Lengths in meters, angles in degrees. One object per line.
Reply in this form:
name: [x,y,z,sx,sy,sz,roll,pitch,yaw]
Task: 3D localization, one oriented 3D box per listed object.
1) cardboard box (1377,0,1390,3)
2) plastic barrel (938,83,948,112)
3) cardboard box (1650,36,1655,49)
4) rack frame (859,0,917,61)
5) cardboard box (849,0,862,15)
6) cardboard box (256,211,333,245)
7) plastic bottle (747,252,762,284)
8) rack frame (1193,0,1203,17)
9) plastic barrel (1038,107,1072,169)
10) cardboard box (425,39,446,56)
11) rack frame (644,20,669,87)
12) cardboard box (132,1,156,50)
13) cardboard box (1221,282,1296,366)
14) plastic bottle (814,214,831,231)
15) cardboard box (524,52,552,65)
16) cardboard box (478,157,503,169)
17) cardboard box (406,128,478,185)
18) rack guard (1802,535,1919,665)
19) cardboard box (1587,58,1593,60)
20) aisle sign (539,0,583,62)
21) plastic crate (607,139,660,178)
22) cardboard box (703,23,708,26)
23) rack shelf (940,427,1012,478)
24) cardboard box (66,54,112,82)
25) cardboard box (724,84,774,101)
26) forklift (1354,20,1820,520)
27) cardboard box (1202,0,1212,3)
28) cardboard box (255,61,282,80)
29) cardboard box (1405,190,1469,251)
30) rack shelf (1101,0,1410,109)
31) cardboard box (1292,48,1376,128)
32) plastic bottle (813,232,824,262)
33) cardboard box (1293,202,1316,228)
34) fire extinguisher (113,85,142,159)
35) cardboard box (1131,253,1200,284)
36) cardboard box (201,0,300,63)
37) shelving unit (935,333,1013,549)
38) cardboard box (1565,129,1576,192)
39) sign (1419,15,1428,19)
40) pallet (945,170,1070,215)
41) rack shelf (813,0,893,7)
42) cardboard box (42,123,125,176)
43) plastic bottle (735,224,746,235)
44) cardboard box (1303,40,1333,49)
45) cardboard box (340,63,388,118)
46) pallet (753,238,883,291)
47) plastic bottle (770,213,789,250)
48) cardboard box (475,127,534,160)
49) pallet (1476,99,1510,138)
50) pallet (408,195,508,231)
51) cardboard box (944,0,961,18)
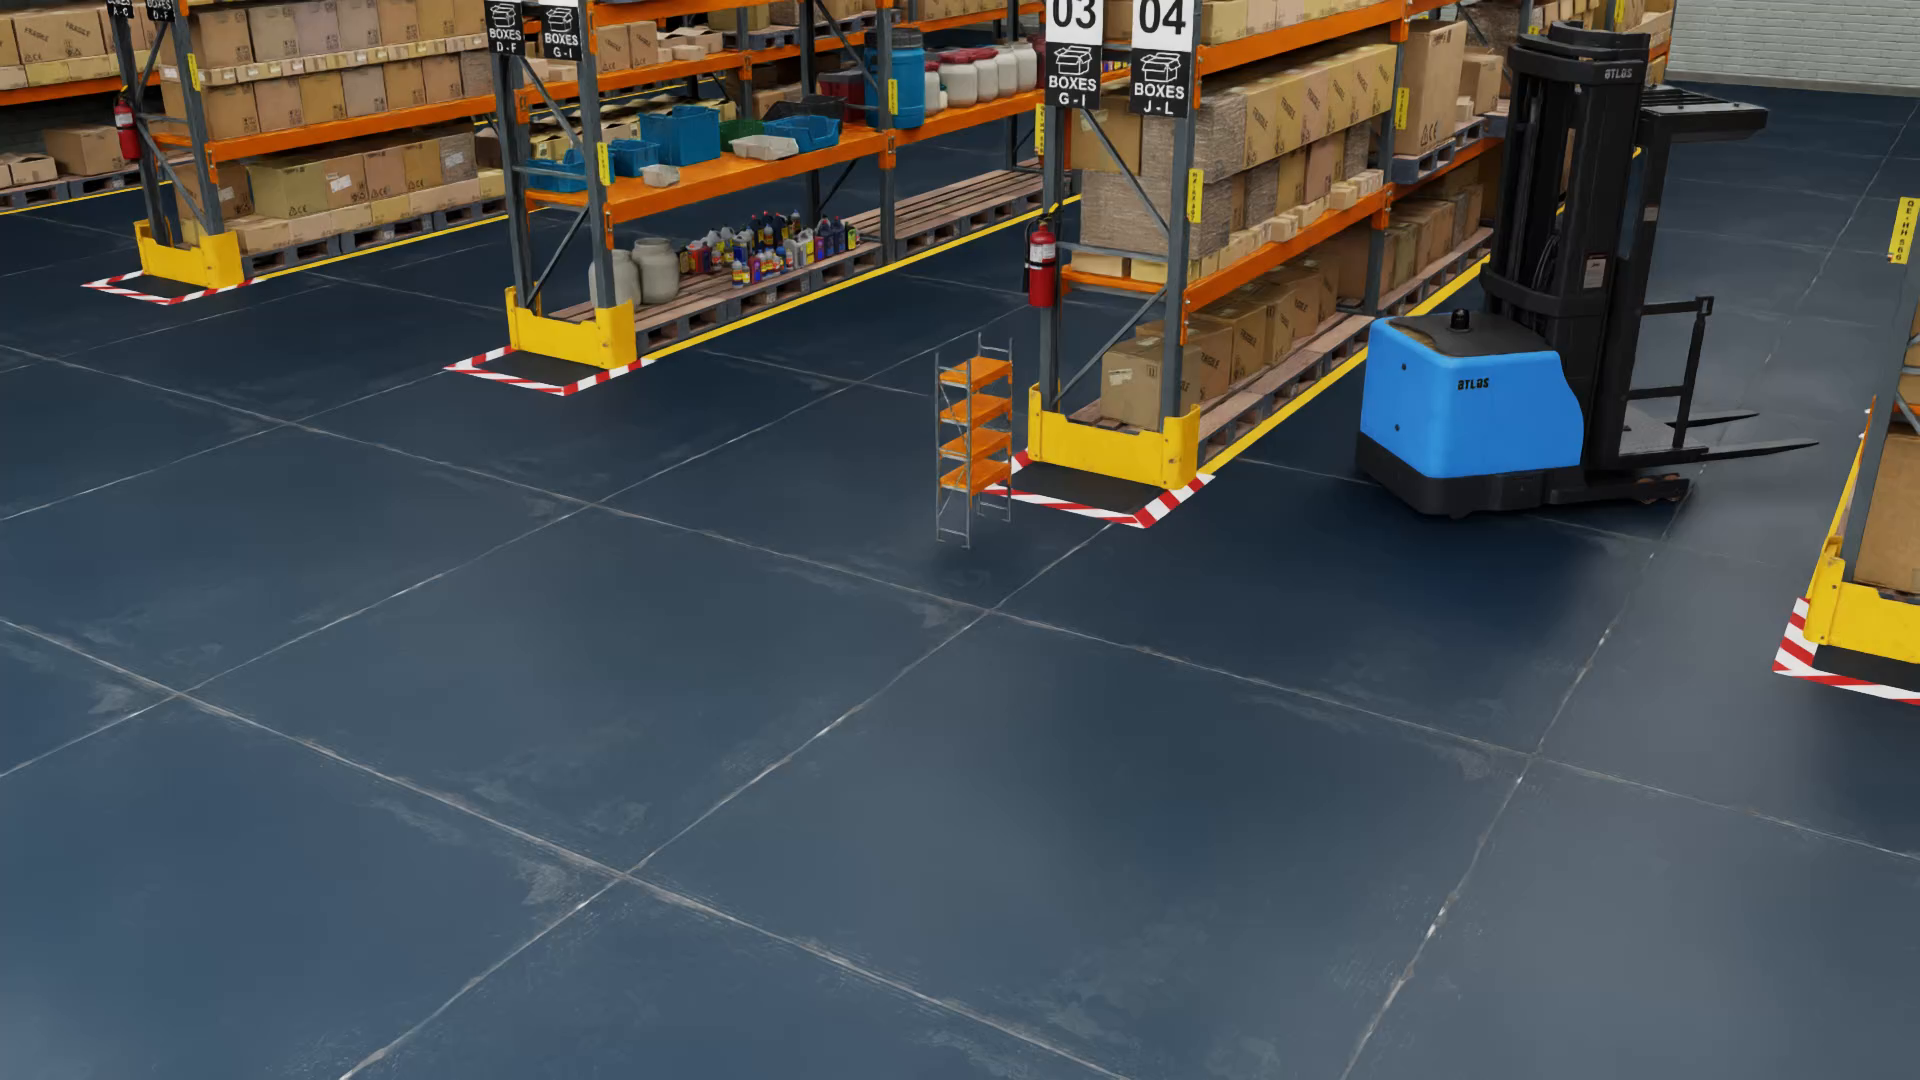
cardboard box: [3.085,-4.303,12.827,0.500,0.250,0.500,15,28,31]
plastic barrel: [-0.276,-4.593,17.258,0.301,0.262,0.301,0,23,0]
cardboard box: [8.988,-6.604,22.046,0.380,0.149,0.250,13,27,28]
rack frame: [-1.091,-7.981,24.910,1.000,3.000,0.127,14,27,29]
cardboard box: [-1.839,-7.861,23.979,0.700,0.500,0.500,19,30,37]
cardboard box: [-6.688,-3.166,16.719,0.500,0.250,0.500,14,27,29]
plastic bottle: [-1.858,-2.466,15.036,0.061,0.283,0.133,14,27,30]
rack frame: [0.994,-4.607,9.564,1.000,3.000,0.127,14,27,29]
plastic barrel: [1.249,-4.957,20.128,0.600,0.830,0.708,14,27,29]
cardboard box: [-5.678,-5.227,17.606,0.380,0.149,0.250,14,27,29]
rack frame: [-5.301,-9.018,27.305,1.000,3.000,0.127,14,27,29]
cardboard box: [-9.766,-6.208,20.035,0.500,0.500,0.500,14,27,29]
cardboard box: [2.302,-1.702,13.023,0.500,0.500,0.500,11,26,24]
plastic bottle: [-1.322,-2.980,16.140,0.144,0.351,0.185,14,27,29]
cardboard box: [-5.003,-5.555,19.474,0.396,0.266,0.258,13,27,28]
cardboard box: [-5.338,-4.413,19.600,0.500,0.250,0.500,14,27,28]
cardboard box: [-5.643,-4.187,18.136,0.500,0.500,0.500,14,27,29]
rack guard: [5.141,0.375,8.754,1.175,0.500,0.348,14,27,29]
cardboard box: [7.042,-5.569,19.213,0.500,0.500,0.500,15,27,31]
aisle sign: [-3.003,-3.999,12.440,0.394,0.787,0.004,14,27,29]
plastic crate: [-2.857,-3.273,14.222,0.499,0.251,0.408,14,27,29]
cardboard box: [-4.209,-8.846,28.709,0.380,0.149,0.250,13,27,27]
rack shelf: [0.087,-0.545,10.167,0.258,0.148,0.480,14,27,29]
cardboard box: [-10.300,-5.525,19.401,0.500,0.250,0.500,14,27,29]
cardboard box: [-2.907,-6.051,23.044,0.500,0.500,0.500,15,28,31]
forklift: [4.248,-1.777,10.665,3.031,2.935,1.130,-6,24,-13]
cardboard box: [1.335,-3.389,10.214,0.380,0.149,0.250,14,27,29]
cardboard box: [-6.761,-4.535,16.009,0.380,0.149,0.250,14,27,29]
cardboard box: [4.595,-3.188,16.432,0.700,0.500,0.500,11,26,25]
rack shelf: [2.049,-3.575,11.863,1.077,0.370,4.000,14,27,29]
cardboard box: [2.837,-3.466,12.723,0.500,0.500,0.500,14,27,29]
plastic bottle: [-1.351,-2.791,15.786,0.061,0.283,0.133,16,28,32]
cardboard box: [2.436,-2.451,12.452,0.380,0.149,0.250,14,27,29]
fire extinguisher: [-7.877,-3.953,15.703,0.296,0.674,0.183,14,27,29]
cardboard box: [1.346,-1.785,10.913,0.380,0.149,0.250,14,27,29]
cardboard box: [-6.863,-4.924,16.089,0.700,0.500,0.500,13,27,28]
shelving unit: [0.087,-0.606,10.141,0.258,1.200,0.503,14,27,29]
cardboard box: [6.532,-4.600,19.245,1.225,0.875,0.875,13,27,27]
sign: [4.740,-5.200,17.030,0.100,0.325,0.005,14,27,29]
pallet: [0.564,-4.059,19.360,1.003,0.211,1.213,14,27,29]
rack shelf: [-0.049,-5.963,17.379,1.077,0.370,4.000,14,27,29]
cardboard box: [-10.459,-4.667,19.847,0.700,0.500,0.500,12,26,26]
plastic bottle: [-2.105,-2.901,16.041,0.061,0.283,0.133,15,28,31]
cardboard box: [2.650,-3.746,13.369,0.500,0.500,0.500,14,27,29]
cardboard box: [-6.349,-4.655,17.101,0.700,0.500,0.500,15,27,31]
pallet: [-1.494,-2.744,16.323,1.003,0.211,1.213,14,27,29]
plastic bottle: [-1.760,-3.012,16.213,0.144,0.351,0.185,14,27,29]
cardboard box: [-5.340,-4.666,19.479,0.500,0.311,0.500,14,27,29]
pallet: [4.928,-4.203,16.424,1.213,0.211,1.003,14,27,29]
pallet: [-5.766,-3.742,18.627,1.003,0.211,1.213,14,27,29]
cardboard box: [-0.323,-8.315,25.557,0.500,0.500,0.500,14,27,30]
